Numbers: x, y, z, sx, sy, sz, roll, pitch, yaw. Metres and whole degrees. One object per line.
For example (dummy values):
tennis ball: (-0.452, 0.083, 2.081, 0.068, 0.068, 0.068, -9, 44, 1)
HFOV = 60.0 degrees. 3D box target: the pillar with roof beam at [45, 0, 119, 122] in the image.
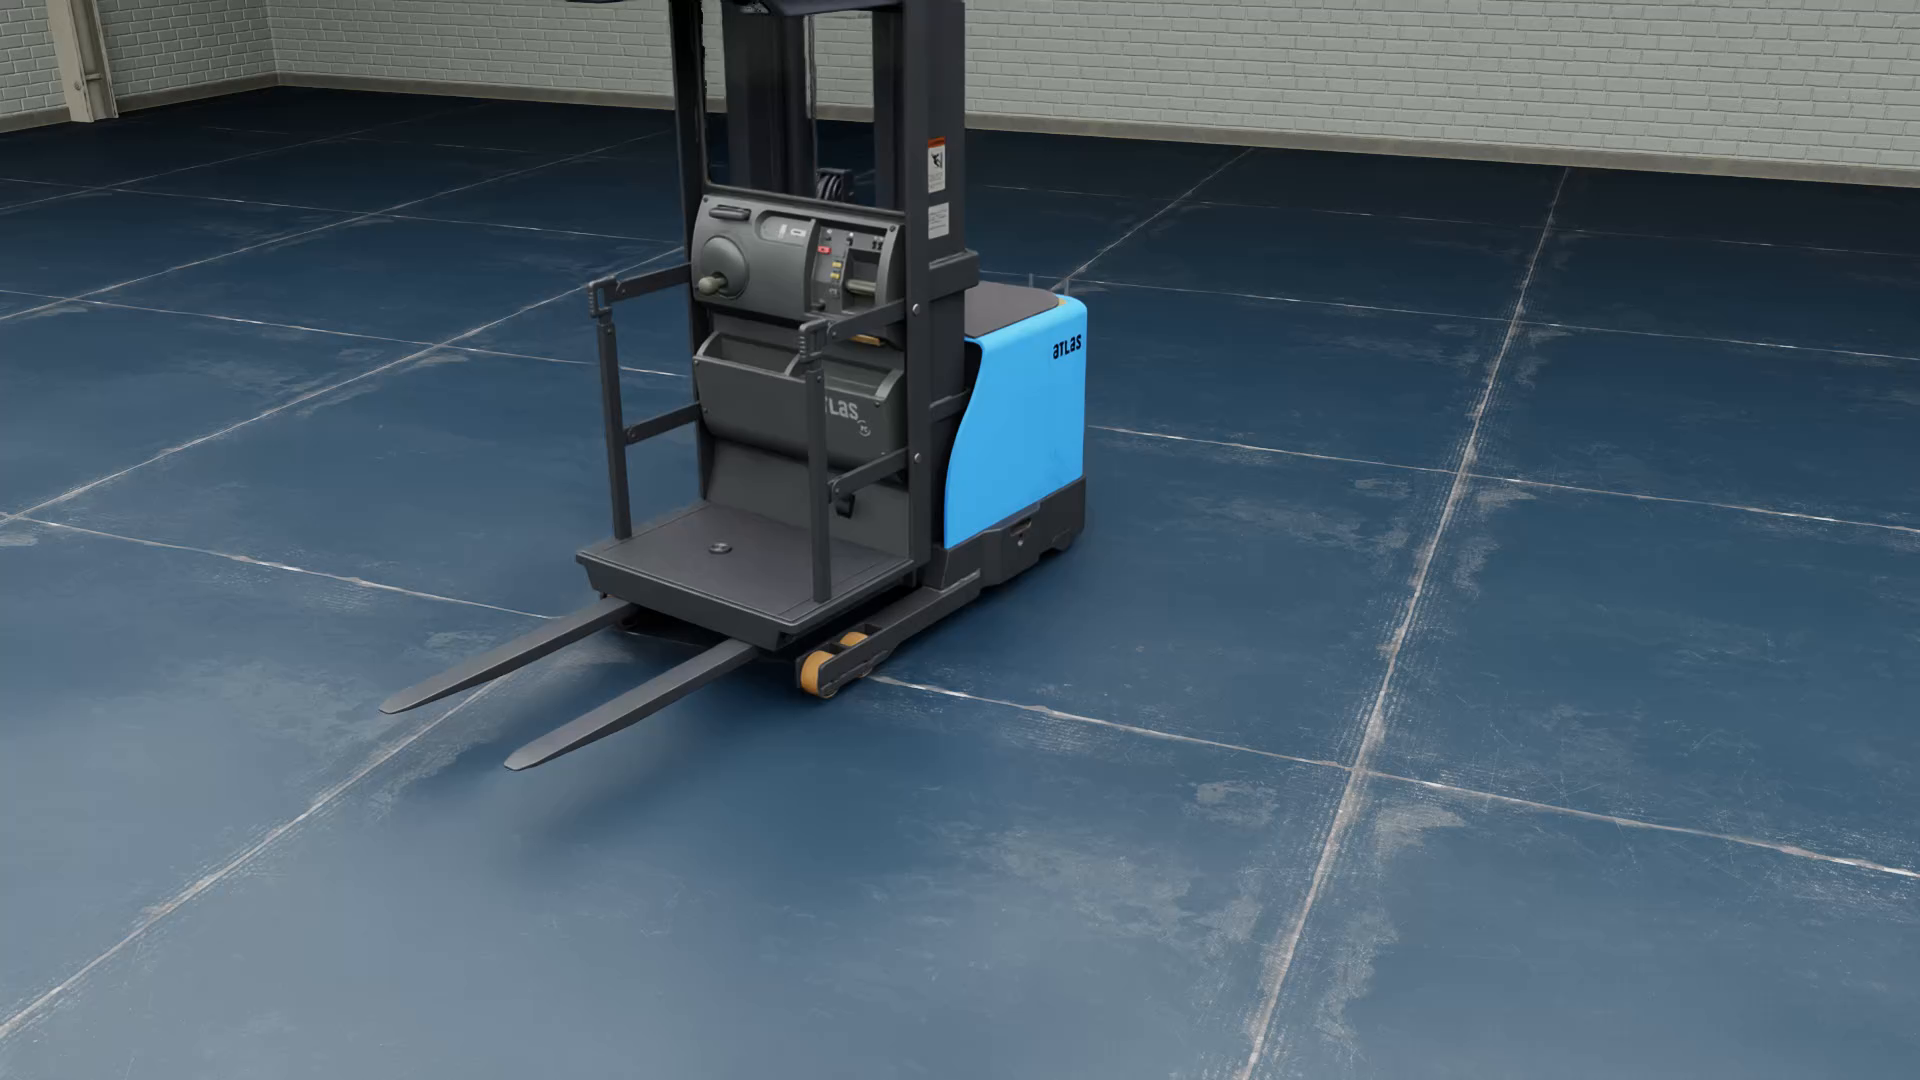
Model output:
pillar with roof beam: (-5.585, -8.197, 15.198, 9.100, 9.000, 0.400, 9, 24, 20)

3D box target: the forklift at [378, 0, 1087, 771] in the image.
forklift: (-0.728, -1.002, 5.846, 1.130, 2.935, 3.031, 15, 27, 33)

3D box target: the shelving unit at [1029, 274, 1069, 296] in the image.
shelving unit: (0.318, -0.626, 7.388, 0.215, 1.050, 0.252, 15, 27, 33)

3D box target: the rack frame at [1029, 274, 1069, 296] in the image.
rack frame: (0.389, -0.665, 7.479, 0.200, 1.050, 0.008, 15, 27, 33)
